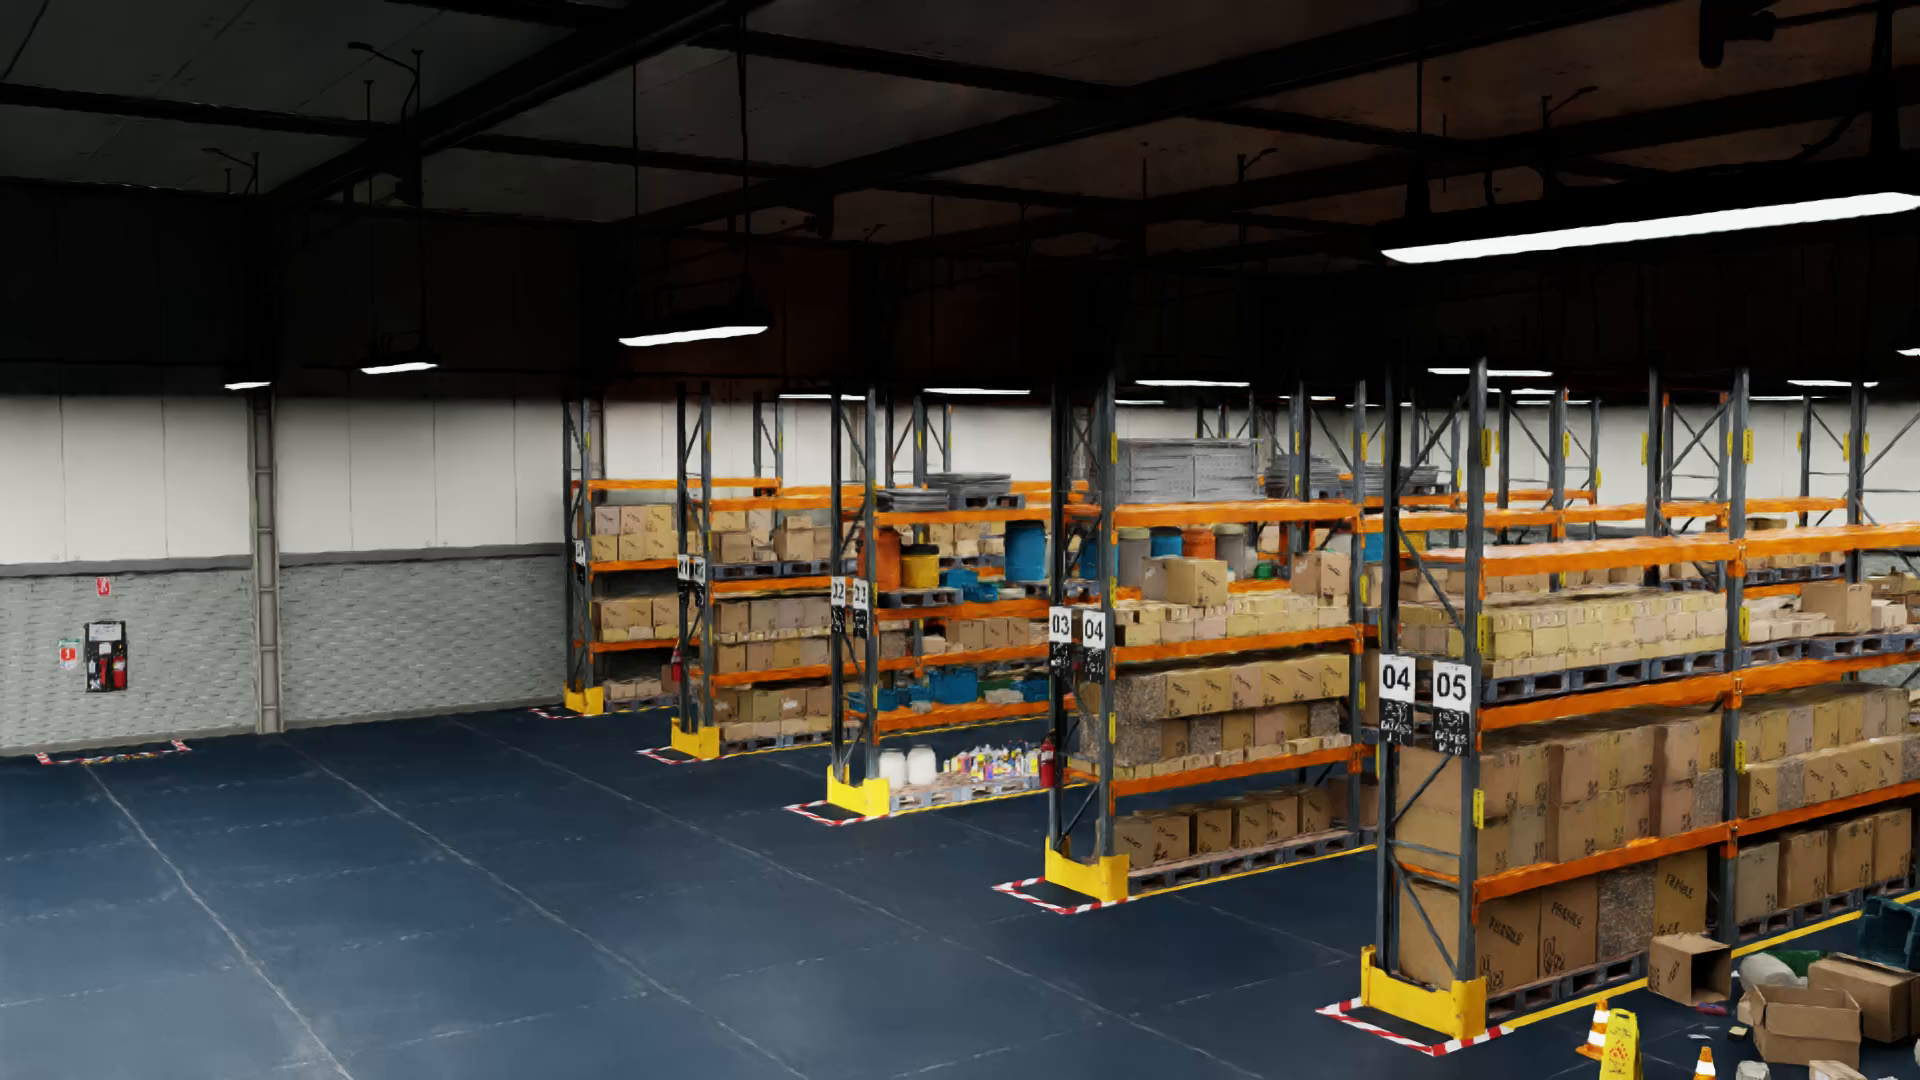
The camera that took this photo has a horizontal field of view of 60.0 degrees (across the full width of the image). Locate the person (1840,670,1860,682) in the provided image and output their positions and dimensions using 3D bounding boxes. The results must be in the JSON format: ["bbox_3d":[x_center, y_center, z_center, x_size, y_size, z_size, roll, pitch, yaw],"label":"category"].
[{"bbox_3d":[16.046,2.357,30.188,1.040,1.707,0.532,-2,4,-26],"label":"person"}]
